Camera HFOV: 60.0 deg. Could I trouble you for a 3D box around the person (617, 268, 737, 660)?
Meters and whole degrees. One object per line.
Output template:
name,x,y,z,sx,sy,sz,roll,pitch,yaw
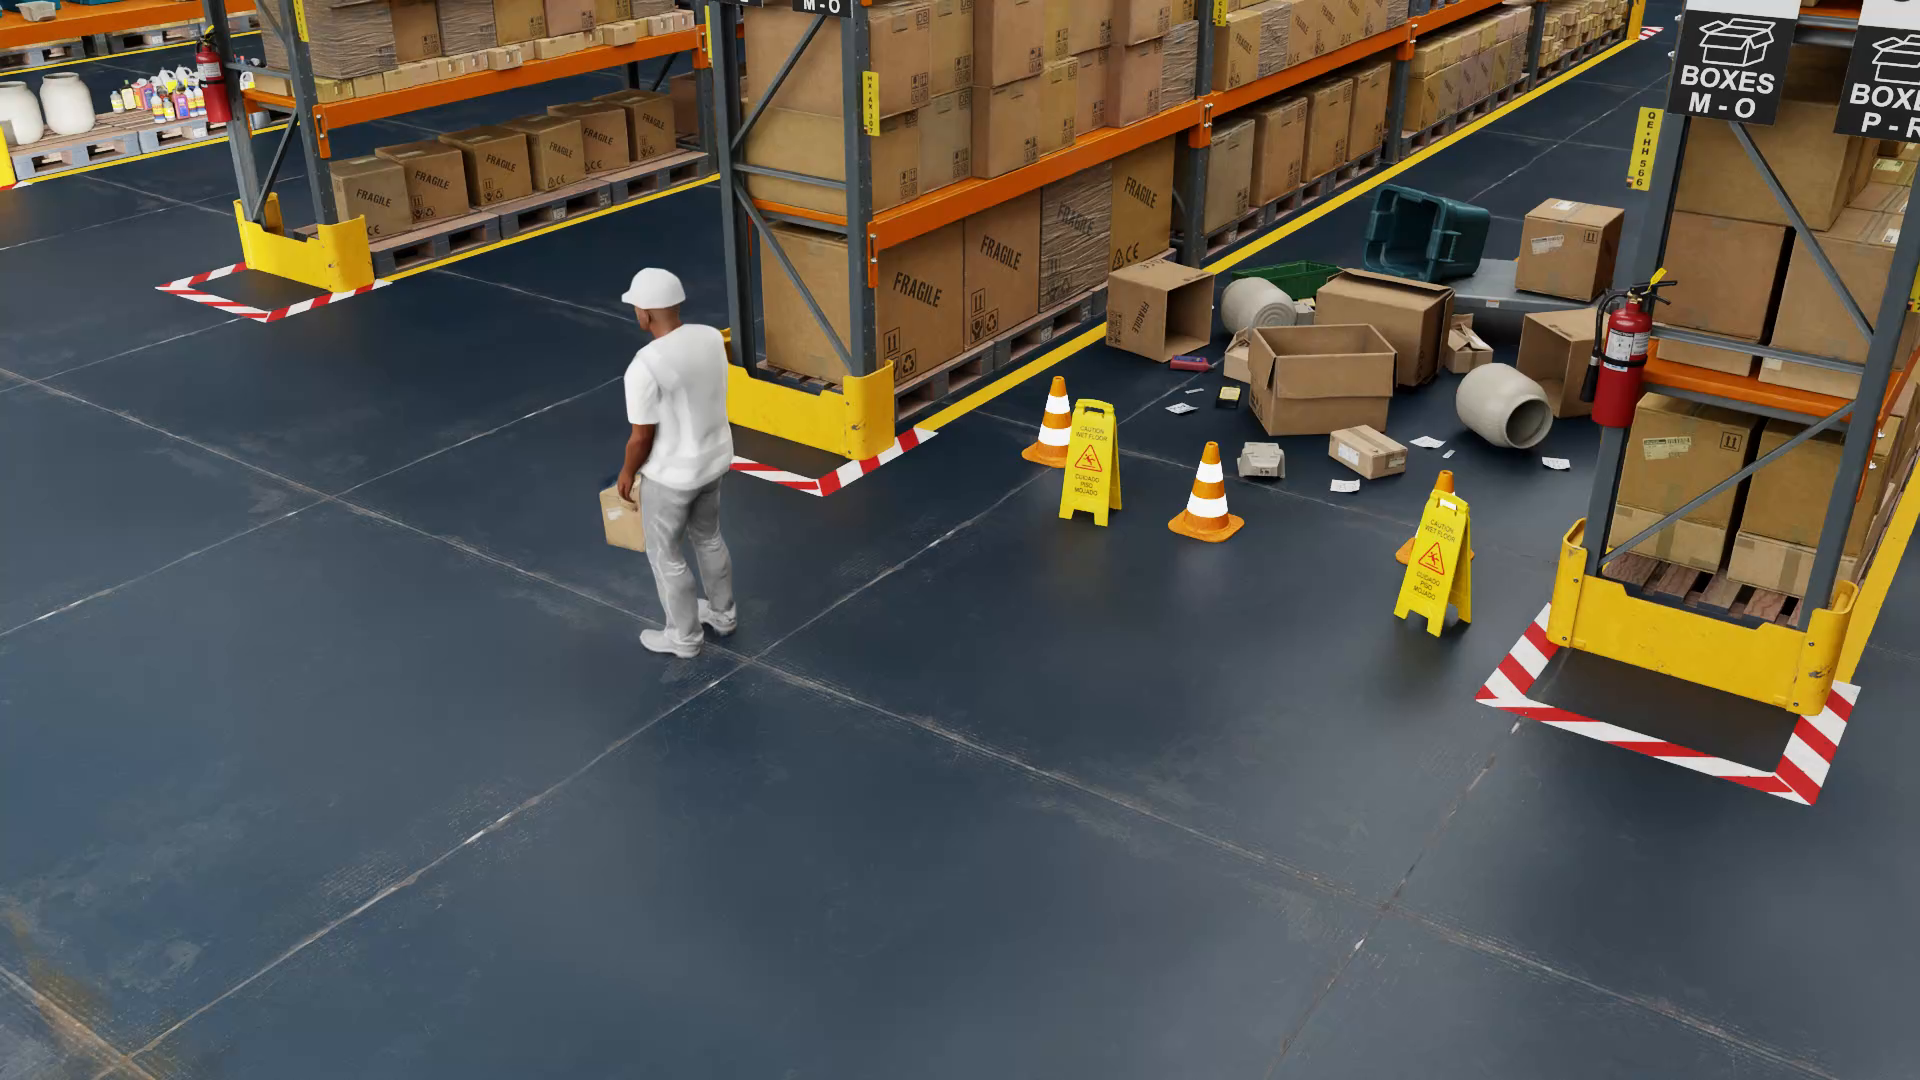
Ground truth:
person,-1.216,-0.325,7.235,0.419,1.766,0.586,16,31,29
